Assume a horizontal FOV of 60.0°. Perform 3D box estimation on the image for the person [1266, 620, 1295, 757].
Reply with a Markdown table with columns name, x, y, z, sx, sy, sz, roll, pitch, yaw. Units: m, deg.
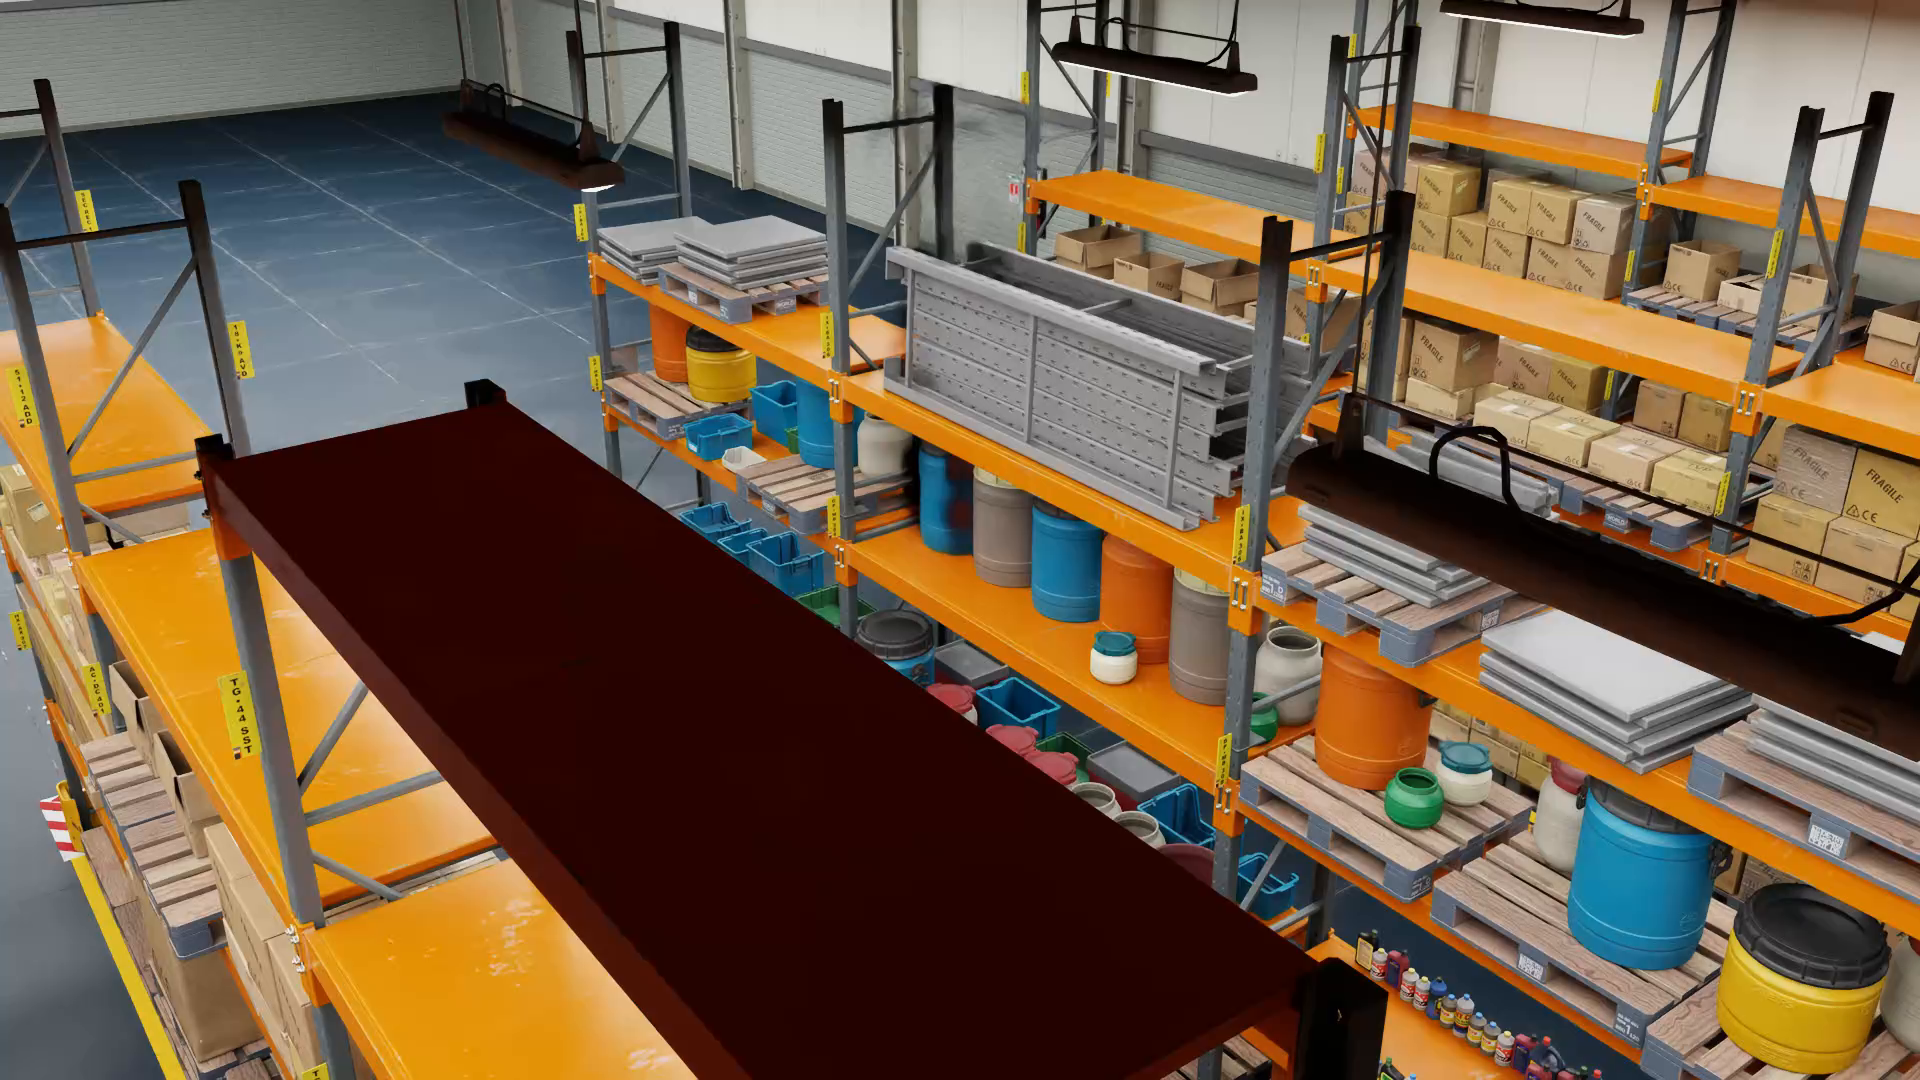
| name | x | y | z | sx | sy | sz | roll | pitch | yaw |
| --- | --- | --- | --- | --- | --- | --- | --- | --- | --- |
| person | 2.546 | 1.311 | 13.418 | 0.581 | 1.754 | 0.674 | 20 | 32 | 37 |
